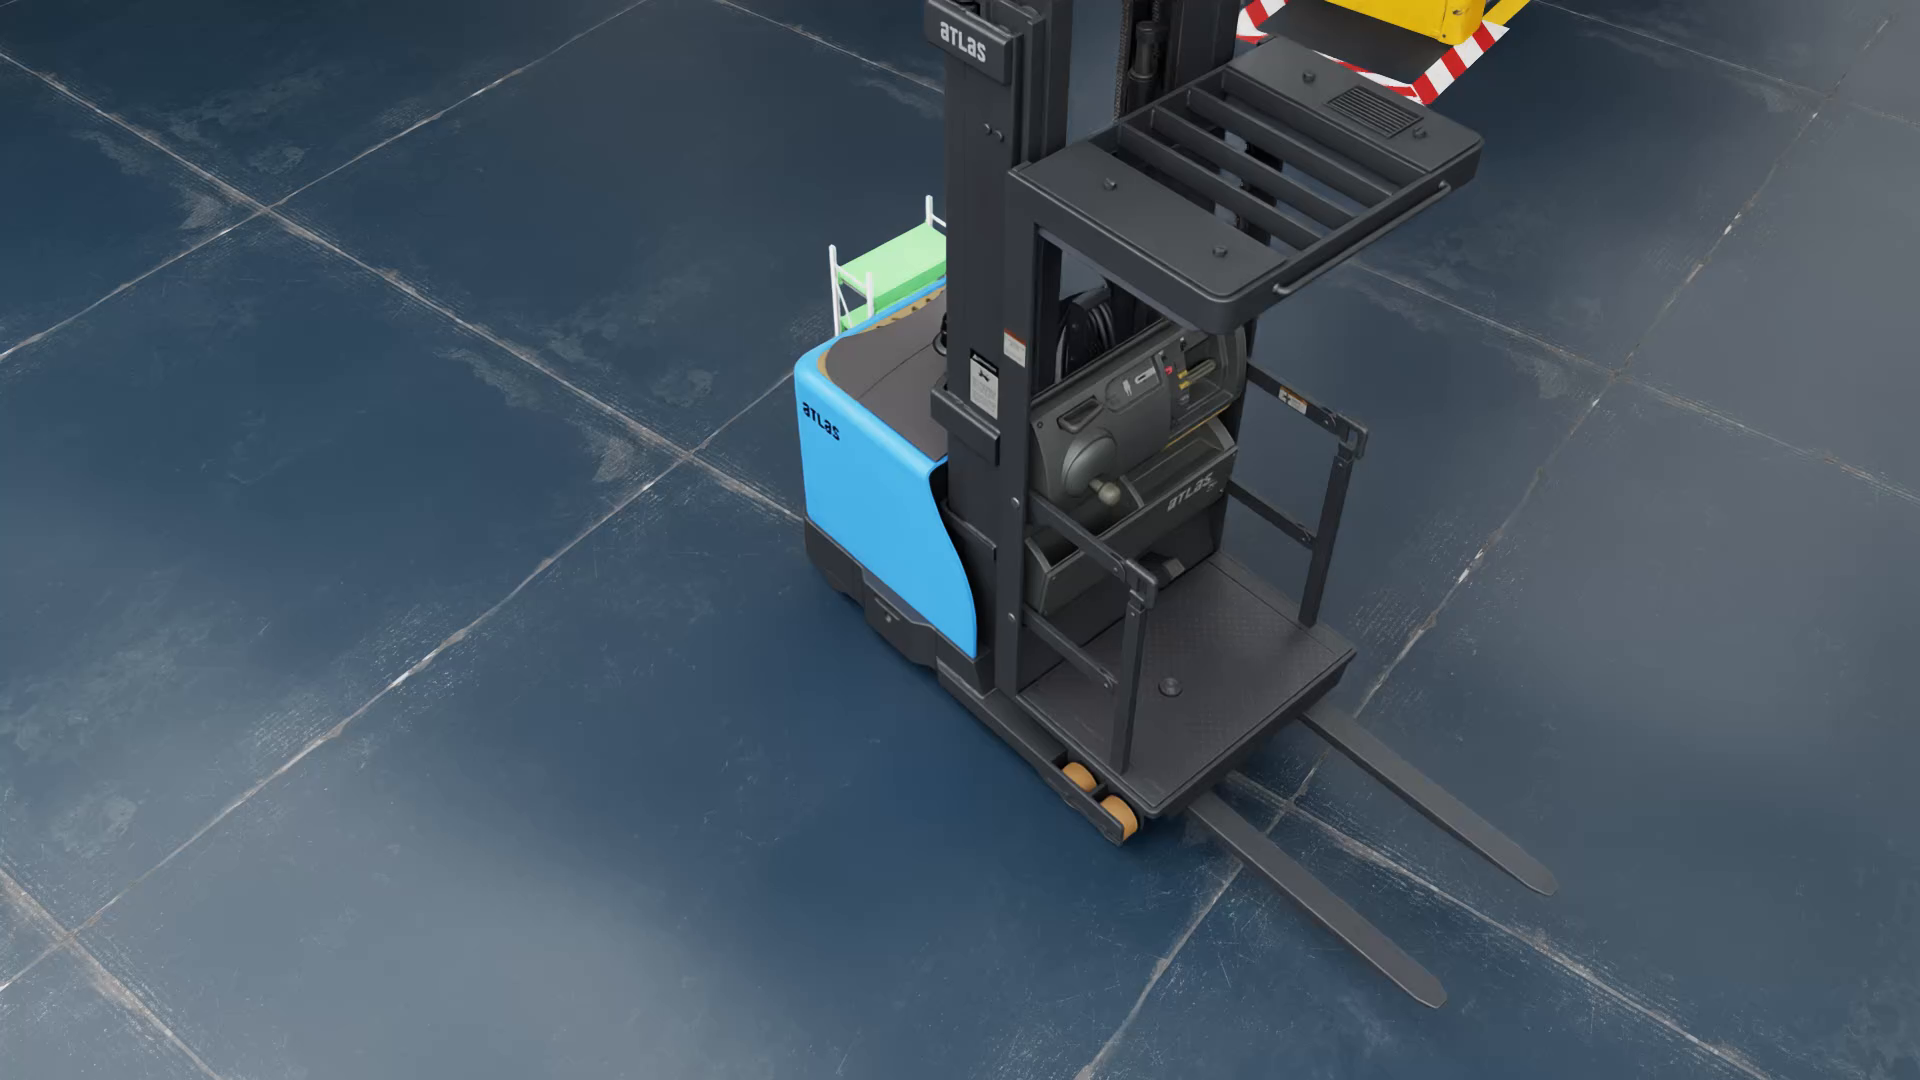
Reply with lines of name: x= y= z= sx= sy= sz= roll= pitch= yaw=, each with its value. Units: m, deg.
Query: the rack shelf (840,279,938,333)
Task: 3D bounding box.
rack shelf: x=-0.230 y=-0.881 z=6.682 sx=0.480 sy=0.148 sz=0.258 roll=-33 pitch=55 yaw=-27

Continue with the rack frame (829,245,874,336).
rack frame: x=-0.412 y=-0.641 z=6.697 sx=0.015 sy=1.200 sz=0.240 roll=-33 pitch=55 yaw=-27

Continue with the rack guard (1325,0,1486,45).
rack guard: x=2.528 y=-3.384 z=9.802 sx=1.175 sy=0.500 sz=0.348 roll=29 pitch=53 yaw=25

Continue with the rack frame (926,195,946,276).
rack frame: x=-0.048 y=-0.877 z=6.922 sx=0.015 sy=1.200 sz=0.240 roll=-33 pitch=55 yaw=-27

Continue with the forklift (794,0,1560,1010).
forklift: x=0.732 y=-0.365 z=5.237 sx=1.130 sy=2.935 sz=3.031 roll=-33 pitch=55 yaw=-27

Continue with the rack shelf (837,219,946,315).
rack shelf: x=-0.230 y=-1.046 z=6.509 sx=0.480 sy=0.148 sz=0.258 roll=-33 pitch=55 yaw=-27

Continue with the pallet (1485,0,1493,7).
pallet: x=3.029 y=-3.747 z=10.348 sx=1.003 sy=0.211 sz=1.213 roll=29 pitch=53 yaw=25

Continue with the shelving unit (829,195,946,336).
shelving unit: x=-0.230 y=-0.759 z=6.810 sx=0.503 sy=1.200 sz=0.258 roll=-33 pitch=55 yaw=-27
